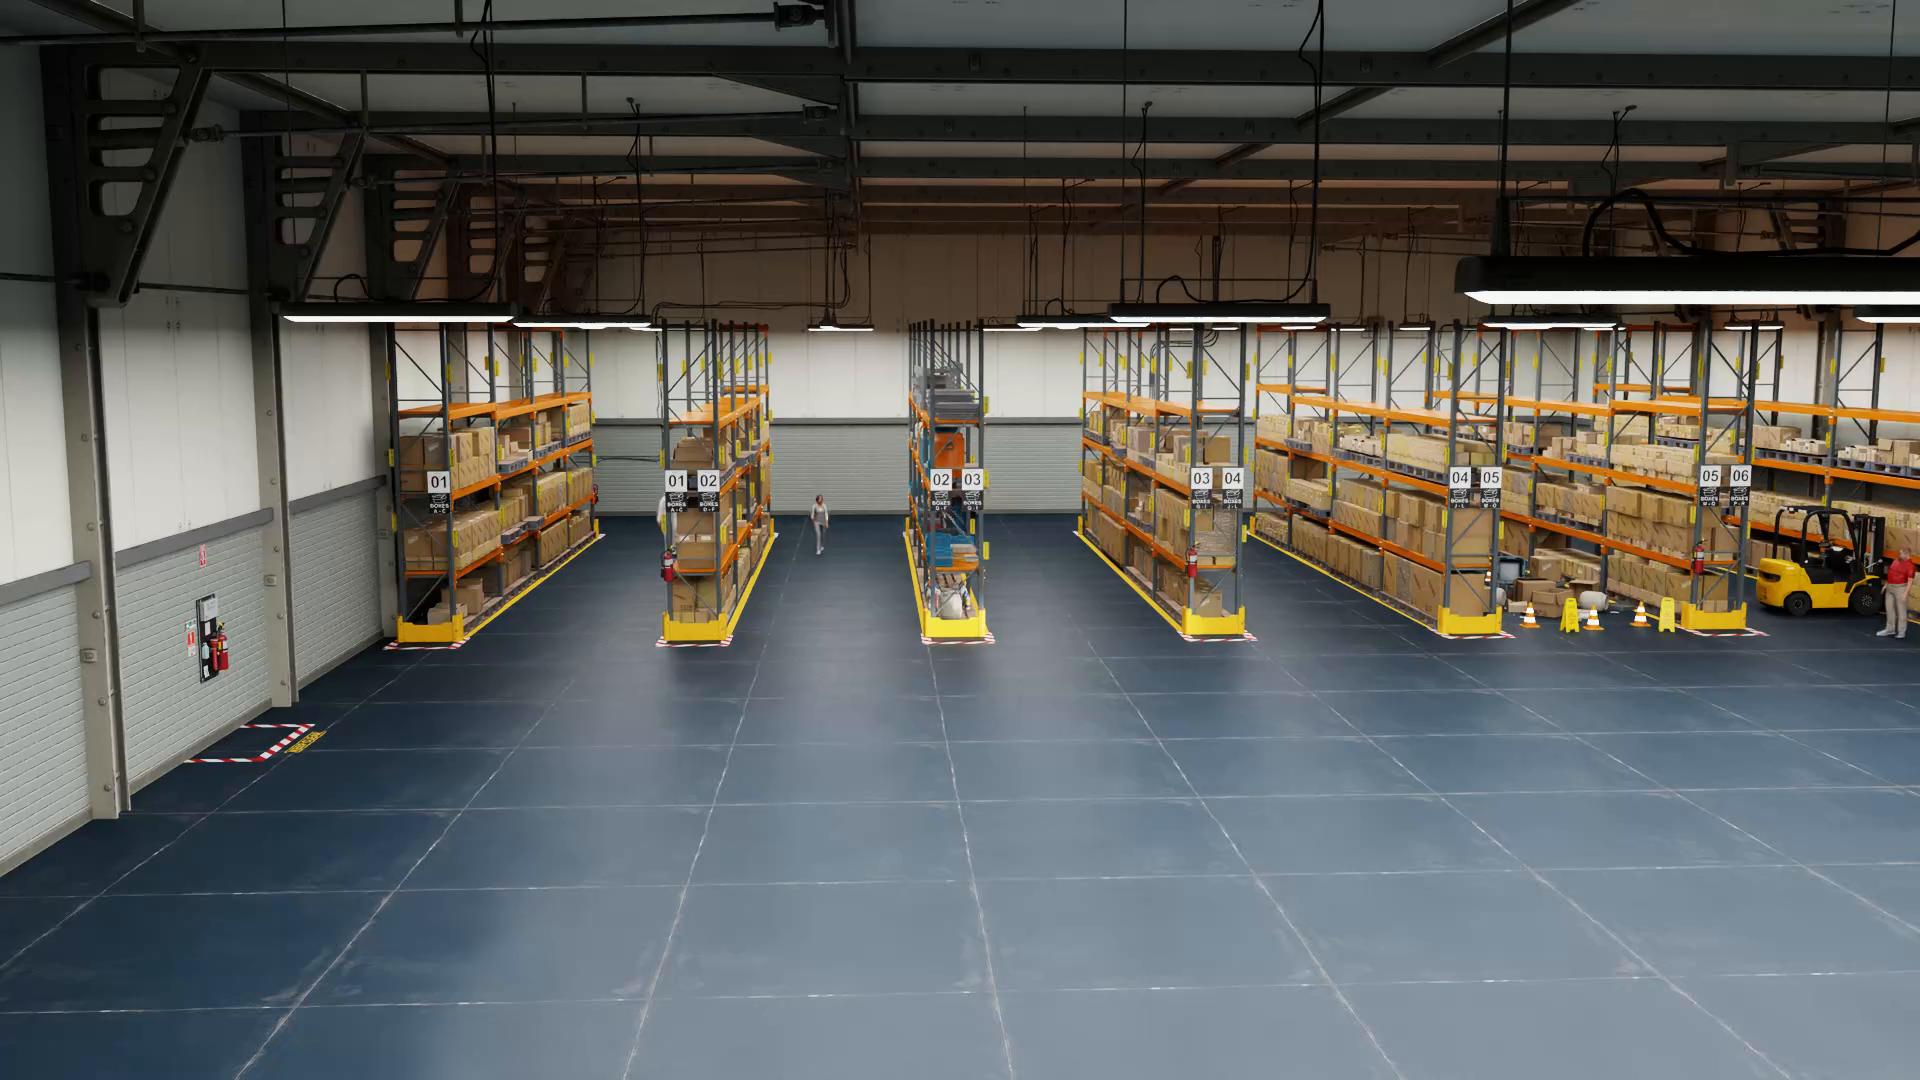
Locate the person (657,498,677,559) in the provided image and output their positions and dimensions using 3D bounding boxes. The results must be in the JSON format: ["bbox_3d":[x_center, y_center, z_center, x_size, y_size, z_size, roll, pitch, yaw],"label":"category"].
[{"bbox_3d":[-7.468,-0.439,42.803,0.676,1.735,1.006,-1,7,-11],"label":"person"}]

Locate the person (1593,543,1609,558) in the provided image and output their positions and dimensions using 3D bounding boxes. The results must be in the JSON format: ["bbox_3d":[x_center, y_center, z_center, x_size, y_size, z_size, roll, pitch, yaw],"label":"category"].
[{"bbox_3d":[16.364,-0.287,42.429,0.407,1.539,0.780,6,9,40],"label":"person"}]

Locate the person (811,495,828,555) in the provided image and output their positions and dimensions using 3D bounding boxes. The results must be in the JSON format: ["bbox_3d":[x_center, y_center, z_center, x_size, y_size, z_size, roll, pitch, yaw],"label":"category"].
[{"bbox_3d":[-3.675,-0.419,43.544,0.436,1.526,0.919,-1,7,-11],"label":"person"}]

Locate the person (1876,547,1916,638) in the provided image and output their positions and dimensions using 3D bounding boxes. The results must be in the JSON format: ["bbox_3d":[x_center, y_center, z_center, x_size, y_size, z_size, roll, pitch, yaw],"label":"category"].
[{"bbox_3d":[17.765,0.983,31.546,0.387,1.734,0.656,-3,8,-20],"label":"person"}]
